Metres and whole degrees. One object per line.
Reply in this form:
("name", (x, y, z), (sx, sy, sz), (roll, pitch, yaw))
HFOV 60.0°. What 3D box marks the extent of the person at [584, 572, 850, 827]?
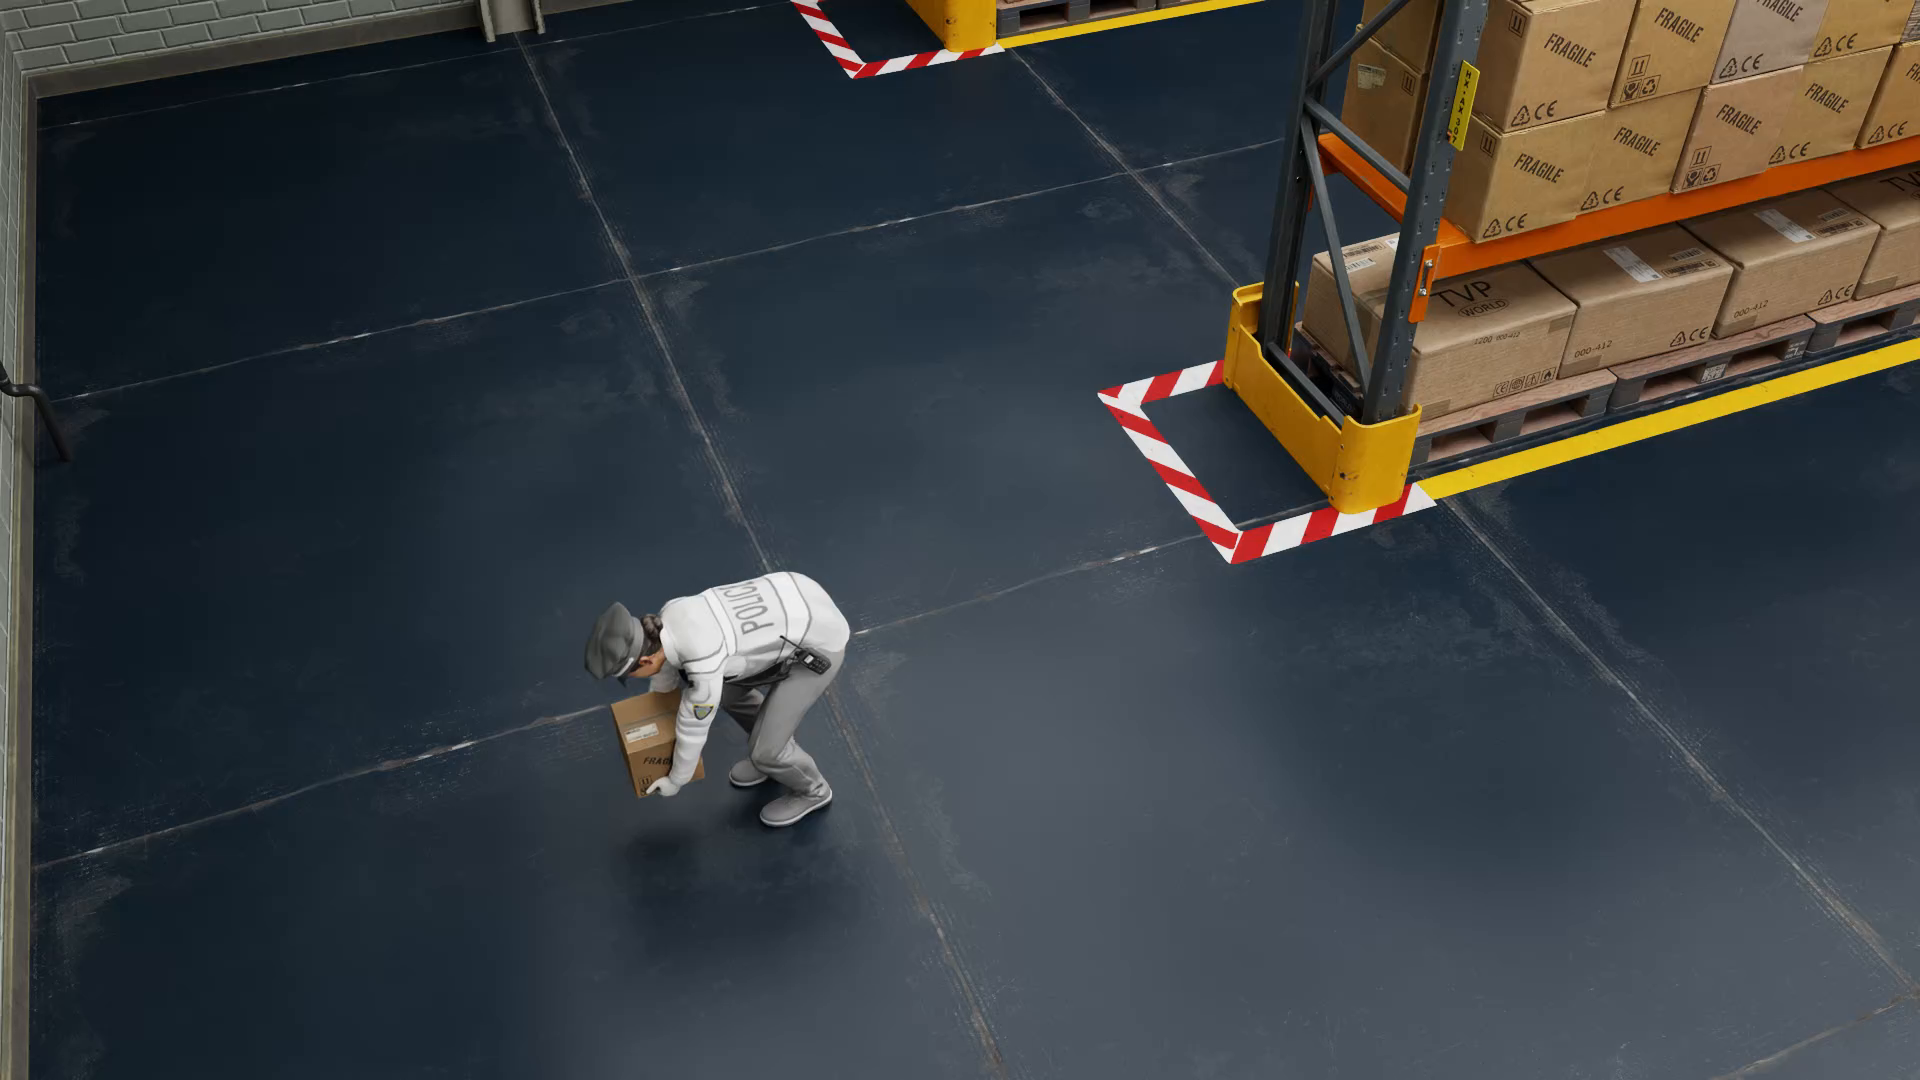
("person", (-0.832, 0.580, 5.920), (0.917, 1.126, 0.438), (-17, 45, -18))
